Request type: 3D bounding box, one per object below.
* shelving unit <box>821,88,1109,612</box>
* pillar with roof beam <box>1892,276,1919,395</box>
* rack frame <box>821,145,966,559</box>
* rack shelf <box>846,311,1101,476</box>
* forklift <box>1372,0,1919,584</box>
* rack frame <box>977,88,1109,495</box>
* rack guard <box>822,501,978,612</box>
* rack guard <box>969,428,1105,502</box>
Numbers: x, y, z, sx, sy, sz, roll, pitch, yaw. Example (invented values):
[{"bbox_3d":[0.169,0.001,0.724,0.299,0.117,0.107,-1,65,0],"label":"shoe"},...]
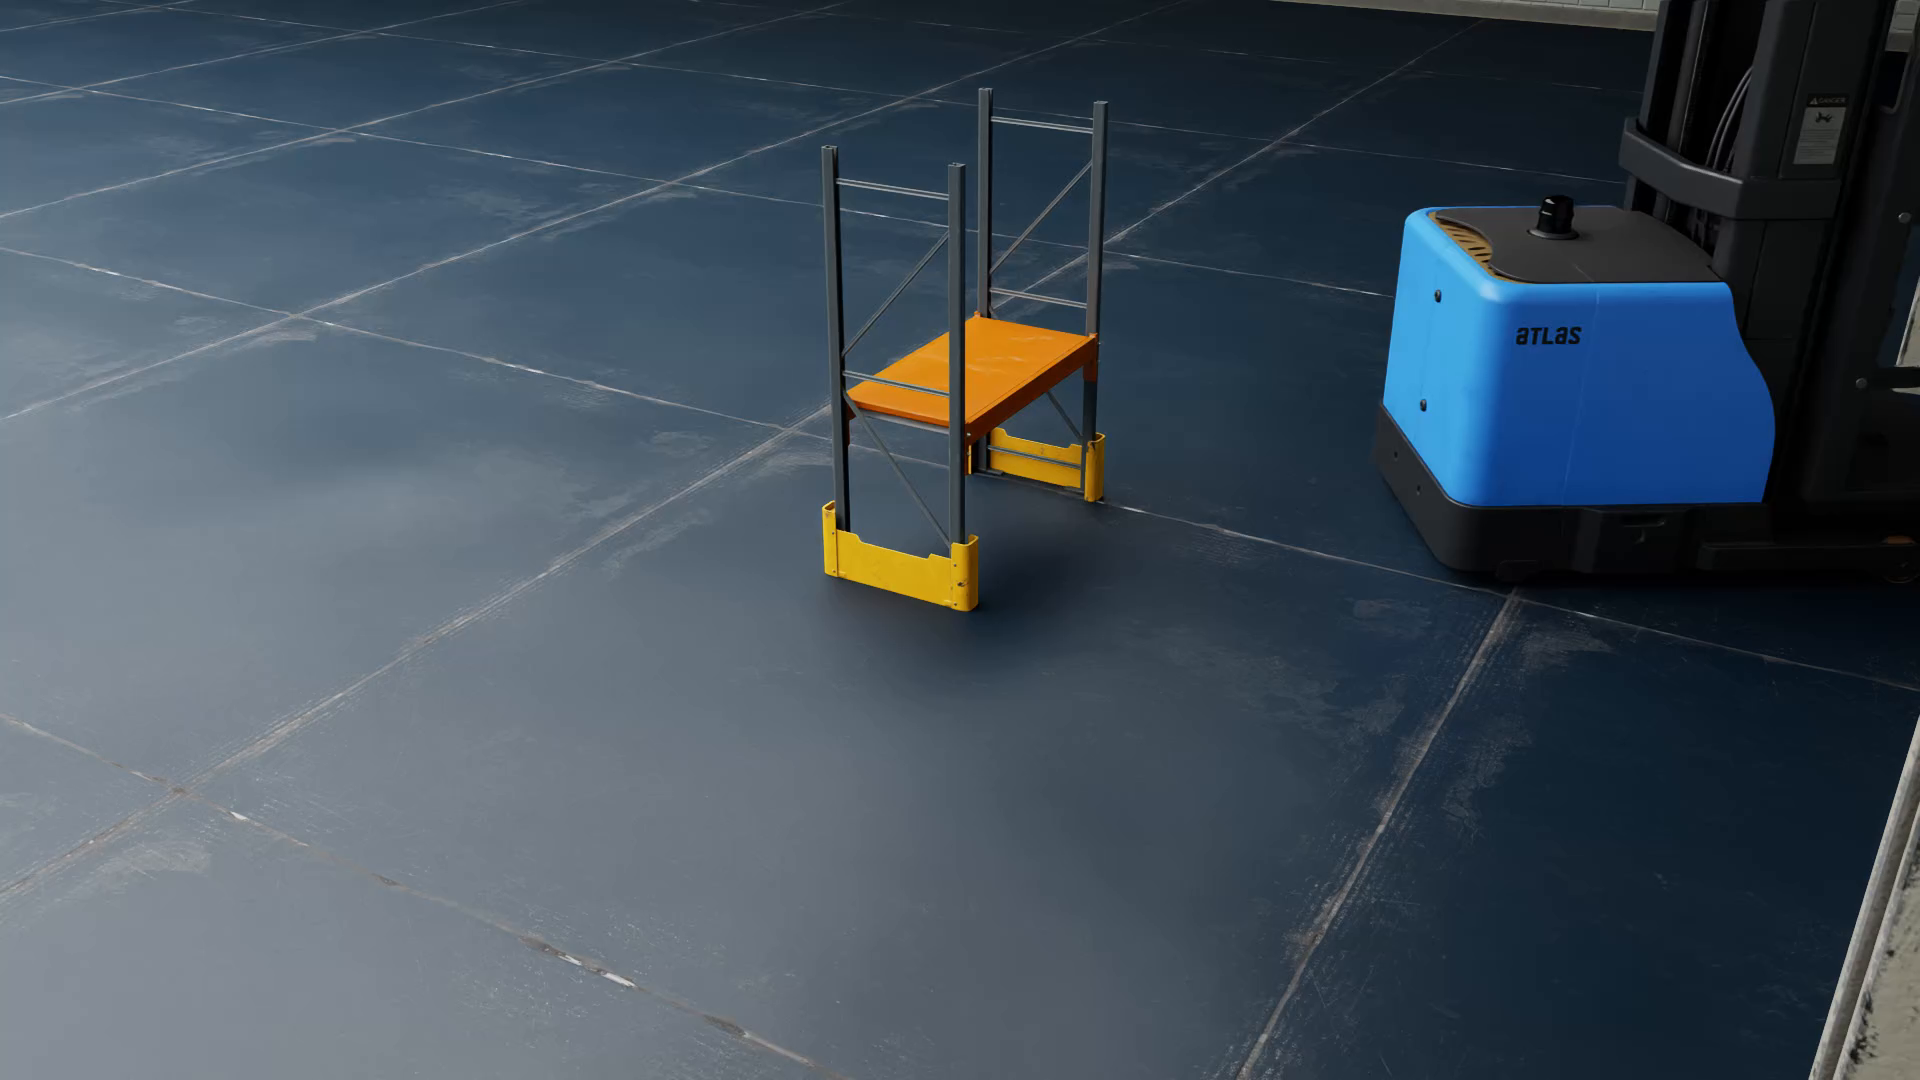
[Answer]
[{"bbox_3d":[0.038,-0.700,5.814,0.587,1.500,1.083,14,30,26],"label":"shelving unit"},{"bbox_3d":[0.645,-5.684,7.393,9.100,9.000,0.400,14,30,26],"label":"pillar with roof beam"},{"bbox_3d":[-0.208,-0.506,5.425,0.500,1.500,0.032,14,30,26],"label":"rack frame"},{"bbox_3d":[0.042,-0.543,5.901,0.538,0.185,1.000,14,30,26],"label":"rack shelf"},{"bbox_3d":[3.158,-1.396,5.605,3.031,2.935,1.130,-1,27,-2],"label":"forklift"},{"bbox_3d":[0.292,-0.902,6.217,0.500,1.500,0.032,14,30,26],"label":"rack frame"},{"bbox_3d":[-0.207,0.053,5.706,0.587,0.250,0.087,14,30,26],"label":"rack guard"},{"bbox_3d":[0.282,-0.336,6.481,0.587,0.250,0.087,14,30,26],"label":"rack guard"}]
